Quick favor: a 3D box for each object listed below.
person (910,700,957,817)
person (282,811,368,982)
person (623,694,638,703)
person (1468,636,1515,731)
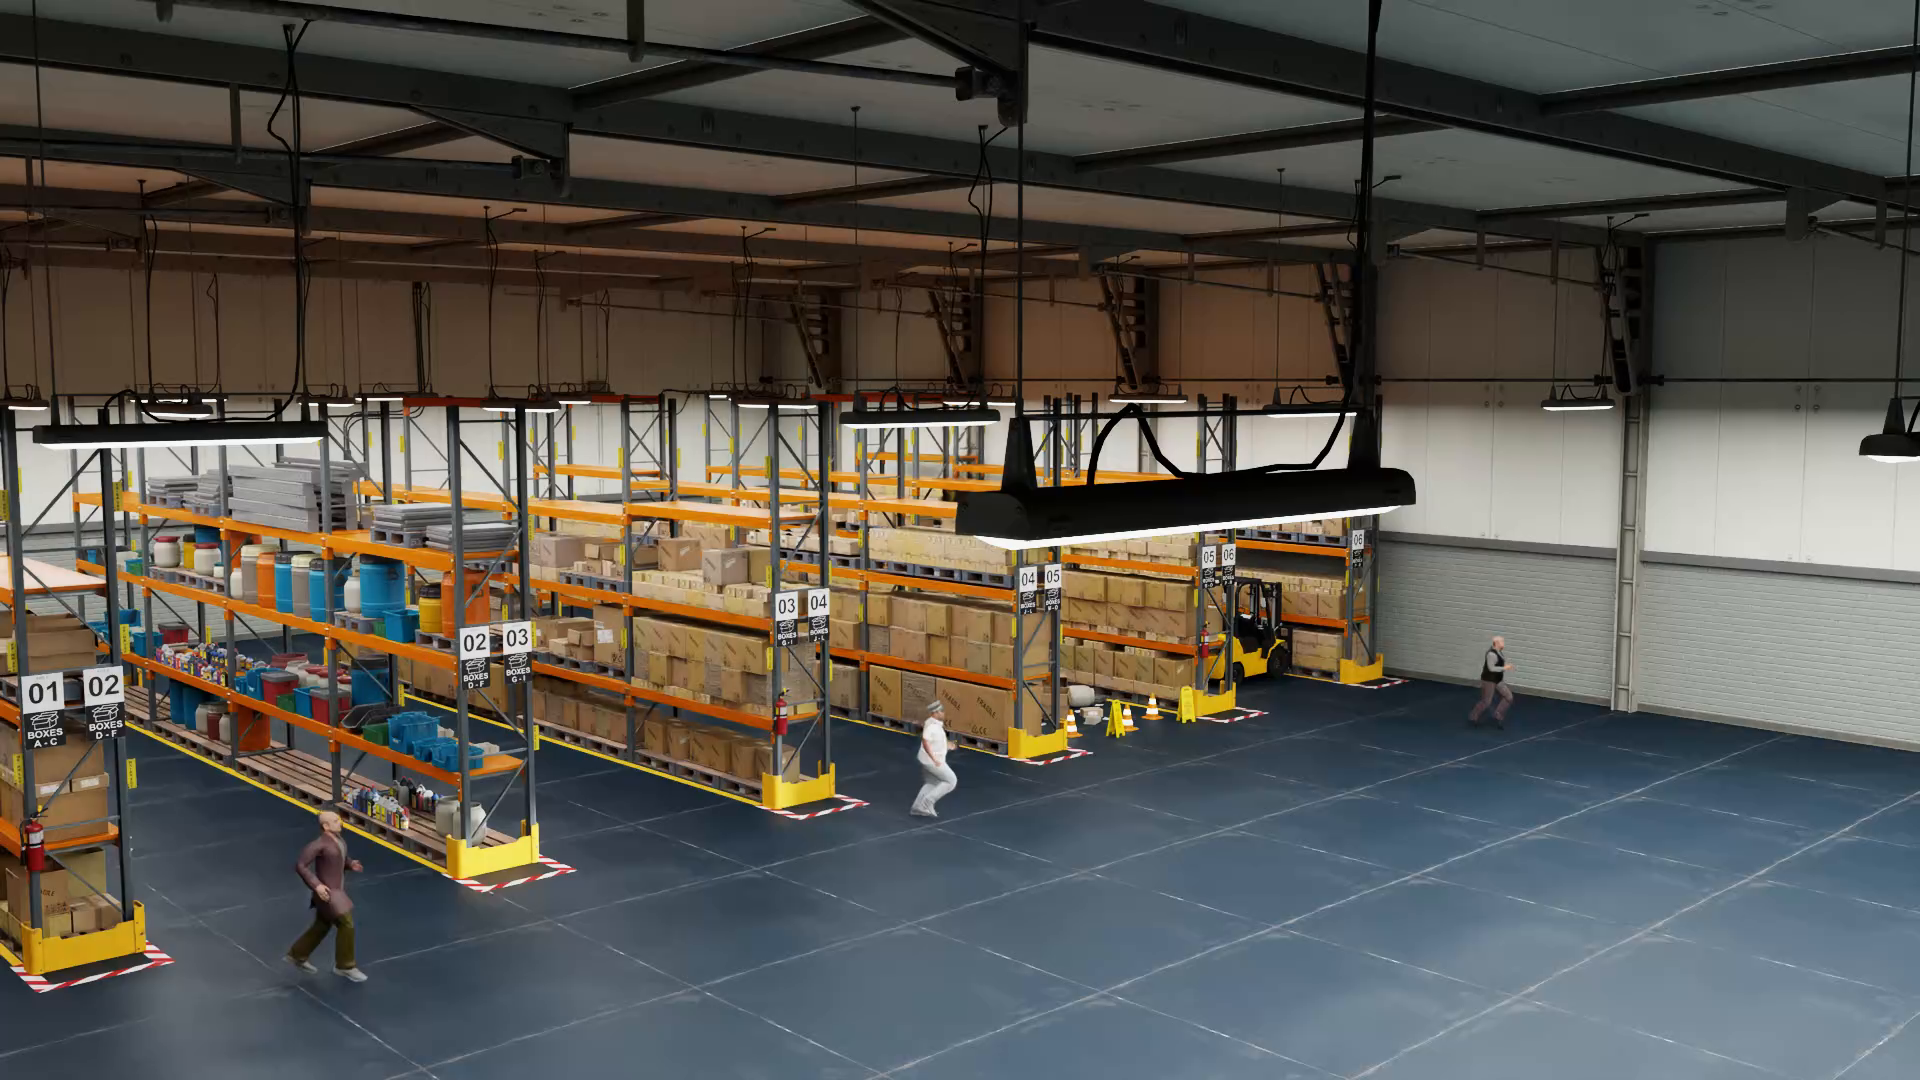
[{"bbox_3d":[-0.353,3.153,24.039,0.705,1.700,0.612,-1,6,-14],"label":"person"},{"bbox_3d":[-6.705,3.752,17.523,0.888,1.837,0.694,-1,6,-7],"label":"person"},{"bbox_3d":[-6.205,2.500,31.524,0.563,1.632,0.717,-4,7,-35],"label":"person"},{"bbox_3d":[9.606,2.581,30.016,0.823,1.731,0.680,4,7,36],"label":"person"}]
